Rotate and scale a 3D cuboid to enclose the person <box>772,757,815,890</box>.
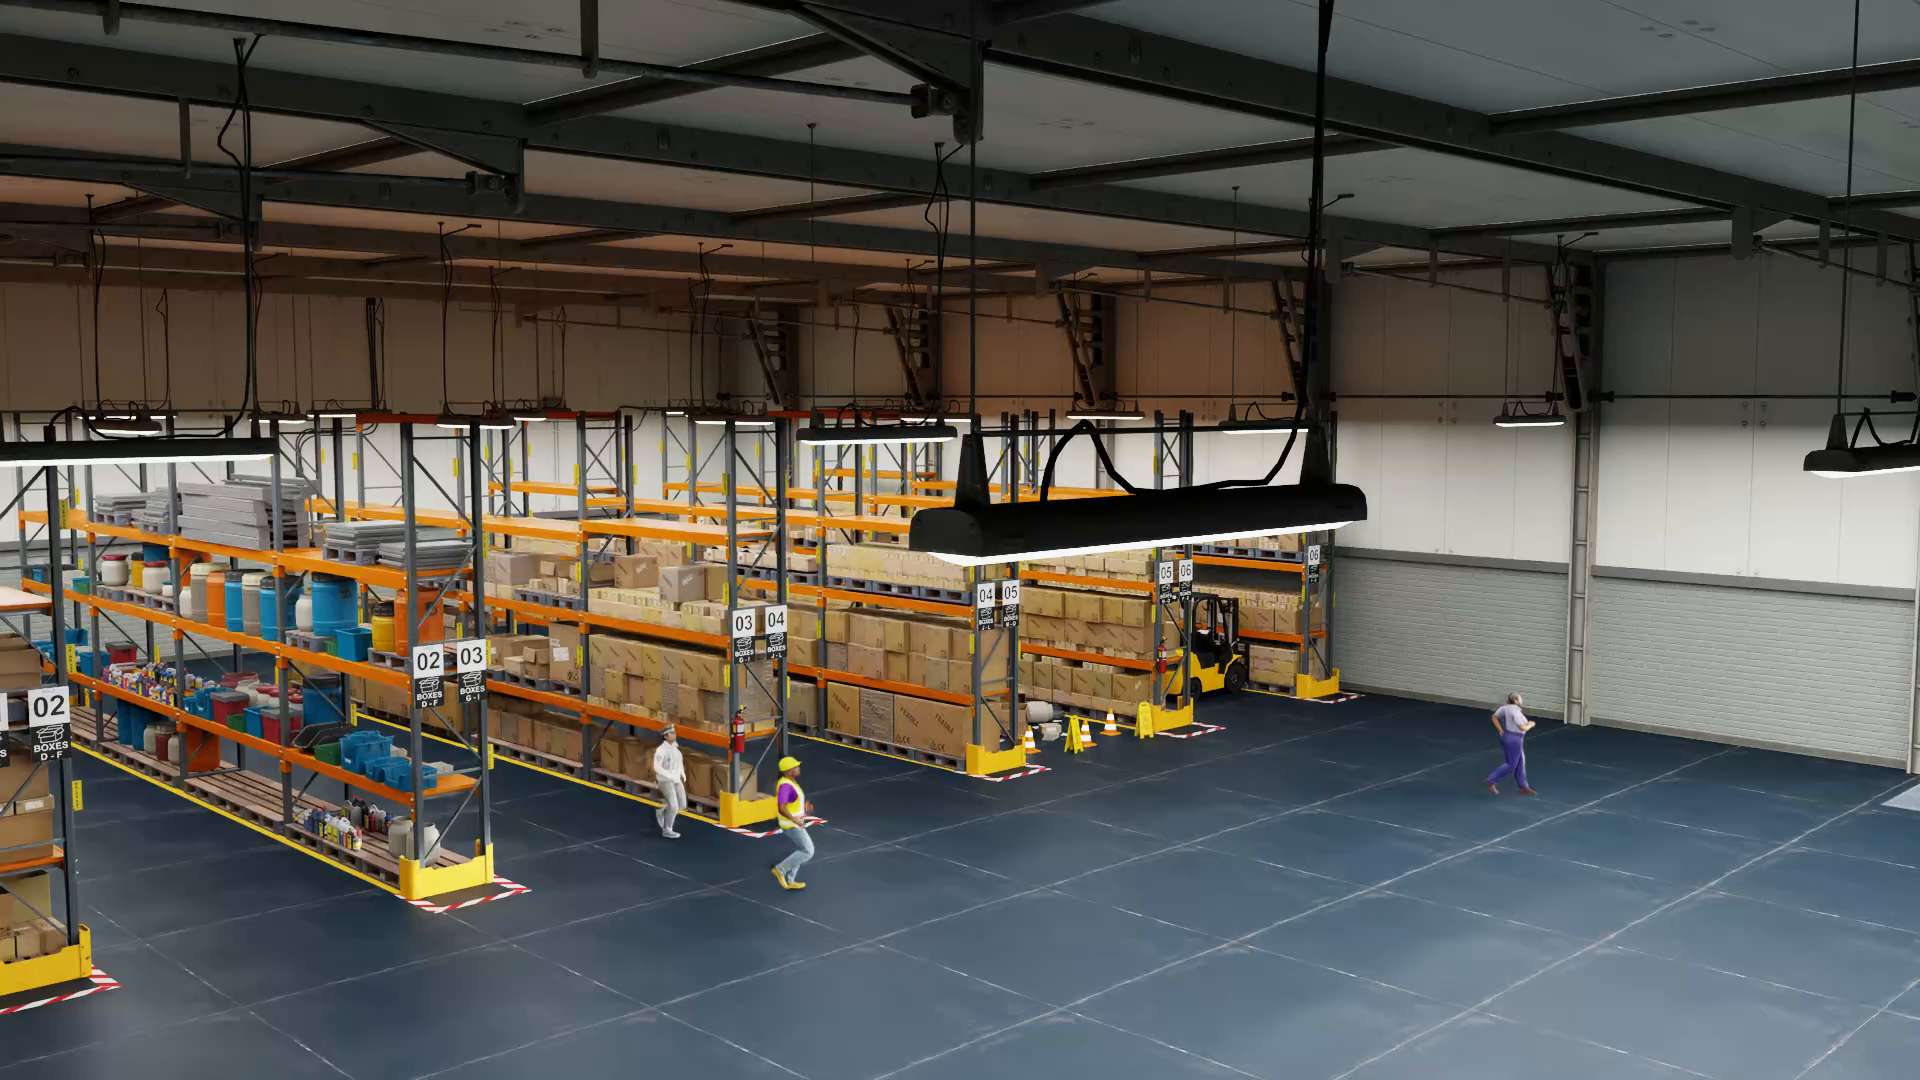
[{"bbox_3d":[-2.120,3.621,21.268,0.594,1.719,0.695,-1,5,-12],"label":"person"}]

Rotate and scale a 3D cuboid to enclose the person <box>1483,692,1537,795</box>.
[{"bbox_3d":[8.694,3.213,26.230,0.903,1.654,0.632,0,5,-3],"label":"person"}]

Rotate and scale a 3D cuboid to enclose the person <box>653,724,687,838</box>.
[{"bbox_3d":[-4.167,3.434,23.821,0.580,1.644,0.668,2,5,24],"label":"person"}]
